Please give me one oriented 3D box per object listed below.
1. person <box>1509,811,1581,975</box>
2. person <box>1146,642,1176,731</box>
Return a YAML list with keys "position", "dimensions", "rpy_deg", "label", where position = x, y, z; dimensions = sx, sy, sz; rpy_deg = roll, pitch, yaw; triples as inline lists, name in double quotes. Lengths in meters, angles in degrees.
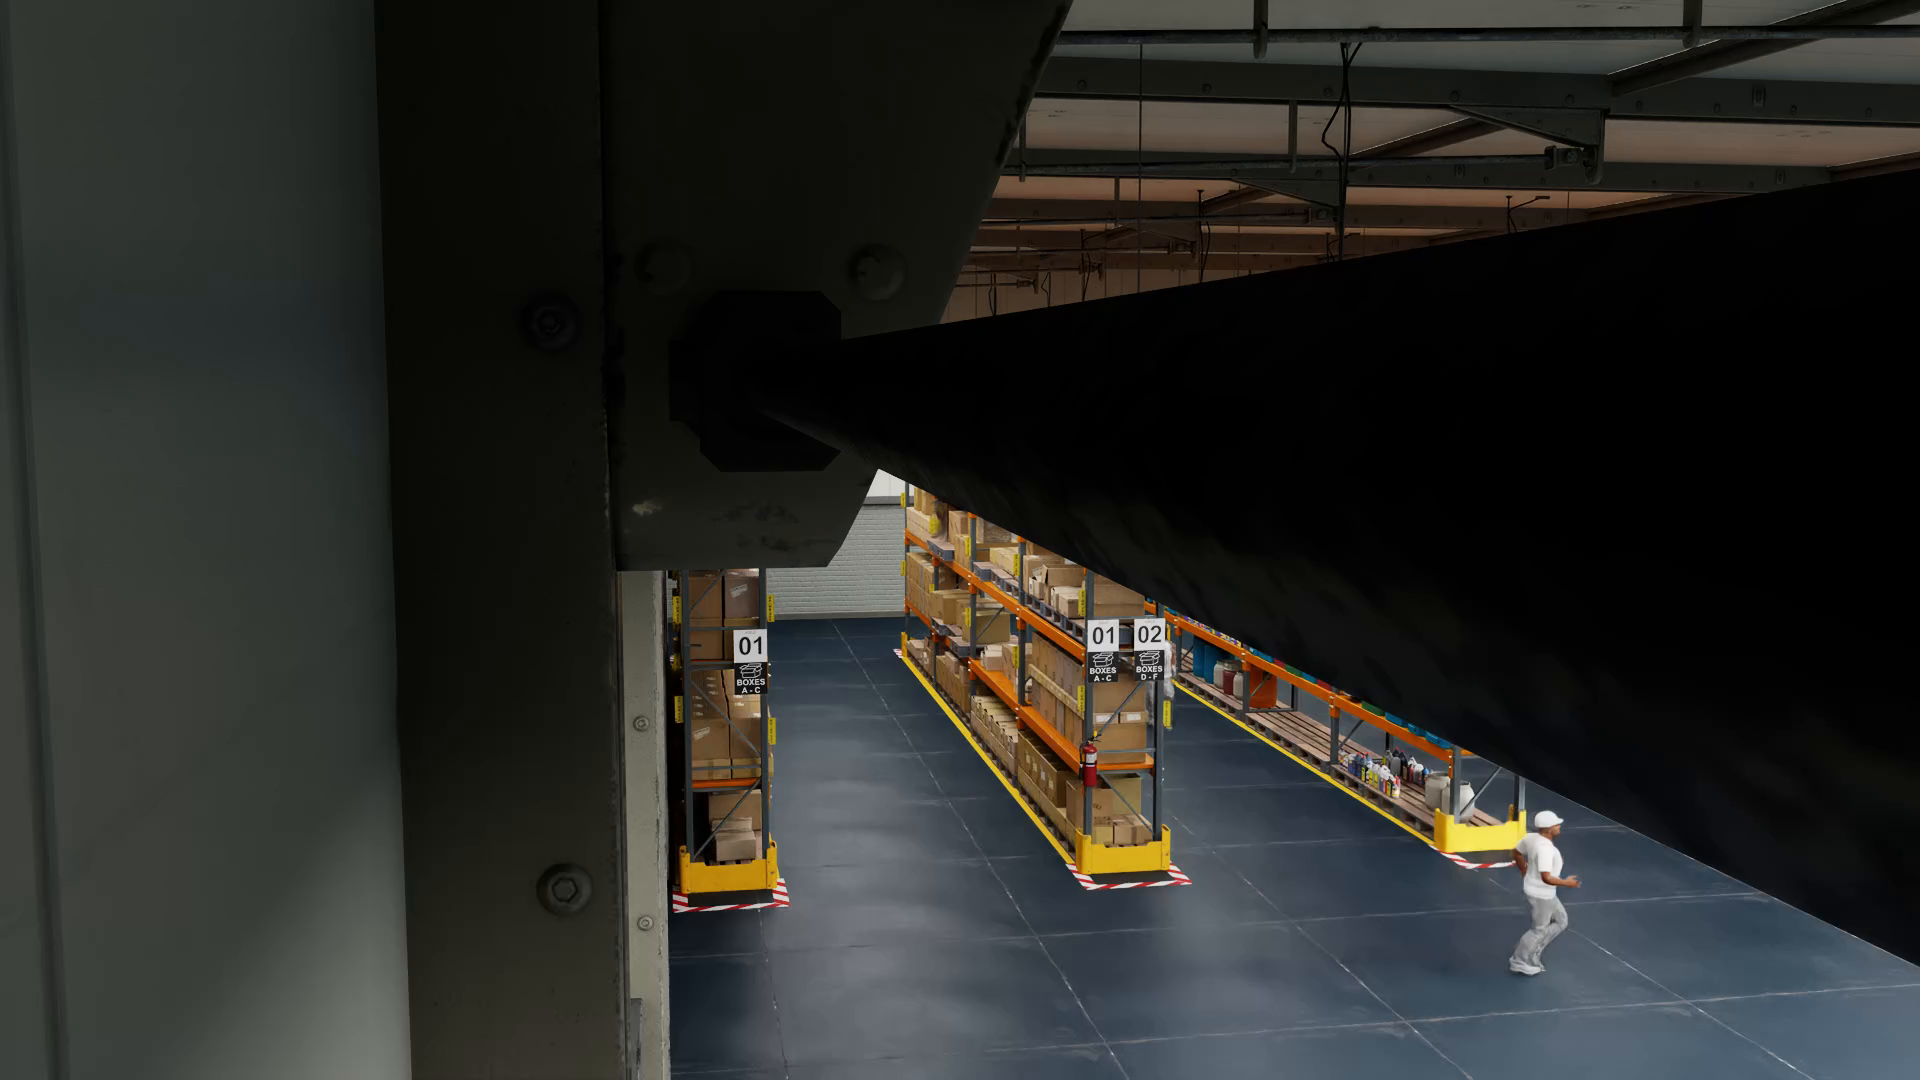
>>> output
- position: [6.078, 3.673, 17.277]
  dimensions: [0.670, 1.751, 0.666]
  rpy_deg: [1, 6, 12]
  label: "person"
- position: [3.499, 2.440, 29.051]
  dimensions: [0.667, 1.824, 0.739]
  rpy_deg: [-1, 6, -10]
  label: "person"
